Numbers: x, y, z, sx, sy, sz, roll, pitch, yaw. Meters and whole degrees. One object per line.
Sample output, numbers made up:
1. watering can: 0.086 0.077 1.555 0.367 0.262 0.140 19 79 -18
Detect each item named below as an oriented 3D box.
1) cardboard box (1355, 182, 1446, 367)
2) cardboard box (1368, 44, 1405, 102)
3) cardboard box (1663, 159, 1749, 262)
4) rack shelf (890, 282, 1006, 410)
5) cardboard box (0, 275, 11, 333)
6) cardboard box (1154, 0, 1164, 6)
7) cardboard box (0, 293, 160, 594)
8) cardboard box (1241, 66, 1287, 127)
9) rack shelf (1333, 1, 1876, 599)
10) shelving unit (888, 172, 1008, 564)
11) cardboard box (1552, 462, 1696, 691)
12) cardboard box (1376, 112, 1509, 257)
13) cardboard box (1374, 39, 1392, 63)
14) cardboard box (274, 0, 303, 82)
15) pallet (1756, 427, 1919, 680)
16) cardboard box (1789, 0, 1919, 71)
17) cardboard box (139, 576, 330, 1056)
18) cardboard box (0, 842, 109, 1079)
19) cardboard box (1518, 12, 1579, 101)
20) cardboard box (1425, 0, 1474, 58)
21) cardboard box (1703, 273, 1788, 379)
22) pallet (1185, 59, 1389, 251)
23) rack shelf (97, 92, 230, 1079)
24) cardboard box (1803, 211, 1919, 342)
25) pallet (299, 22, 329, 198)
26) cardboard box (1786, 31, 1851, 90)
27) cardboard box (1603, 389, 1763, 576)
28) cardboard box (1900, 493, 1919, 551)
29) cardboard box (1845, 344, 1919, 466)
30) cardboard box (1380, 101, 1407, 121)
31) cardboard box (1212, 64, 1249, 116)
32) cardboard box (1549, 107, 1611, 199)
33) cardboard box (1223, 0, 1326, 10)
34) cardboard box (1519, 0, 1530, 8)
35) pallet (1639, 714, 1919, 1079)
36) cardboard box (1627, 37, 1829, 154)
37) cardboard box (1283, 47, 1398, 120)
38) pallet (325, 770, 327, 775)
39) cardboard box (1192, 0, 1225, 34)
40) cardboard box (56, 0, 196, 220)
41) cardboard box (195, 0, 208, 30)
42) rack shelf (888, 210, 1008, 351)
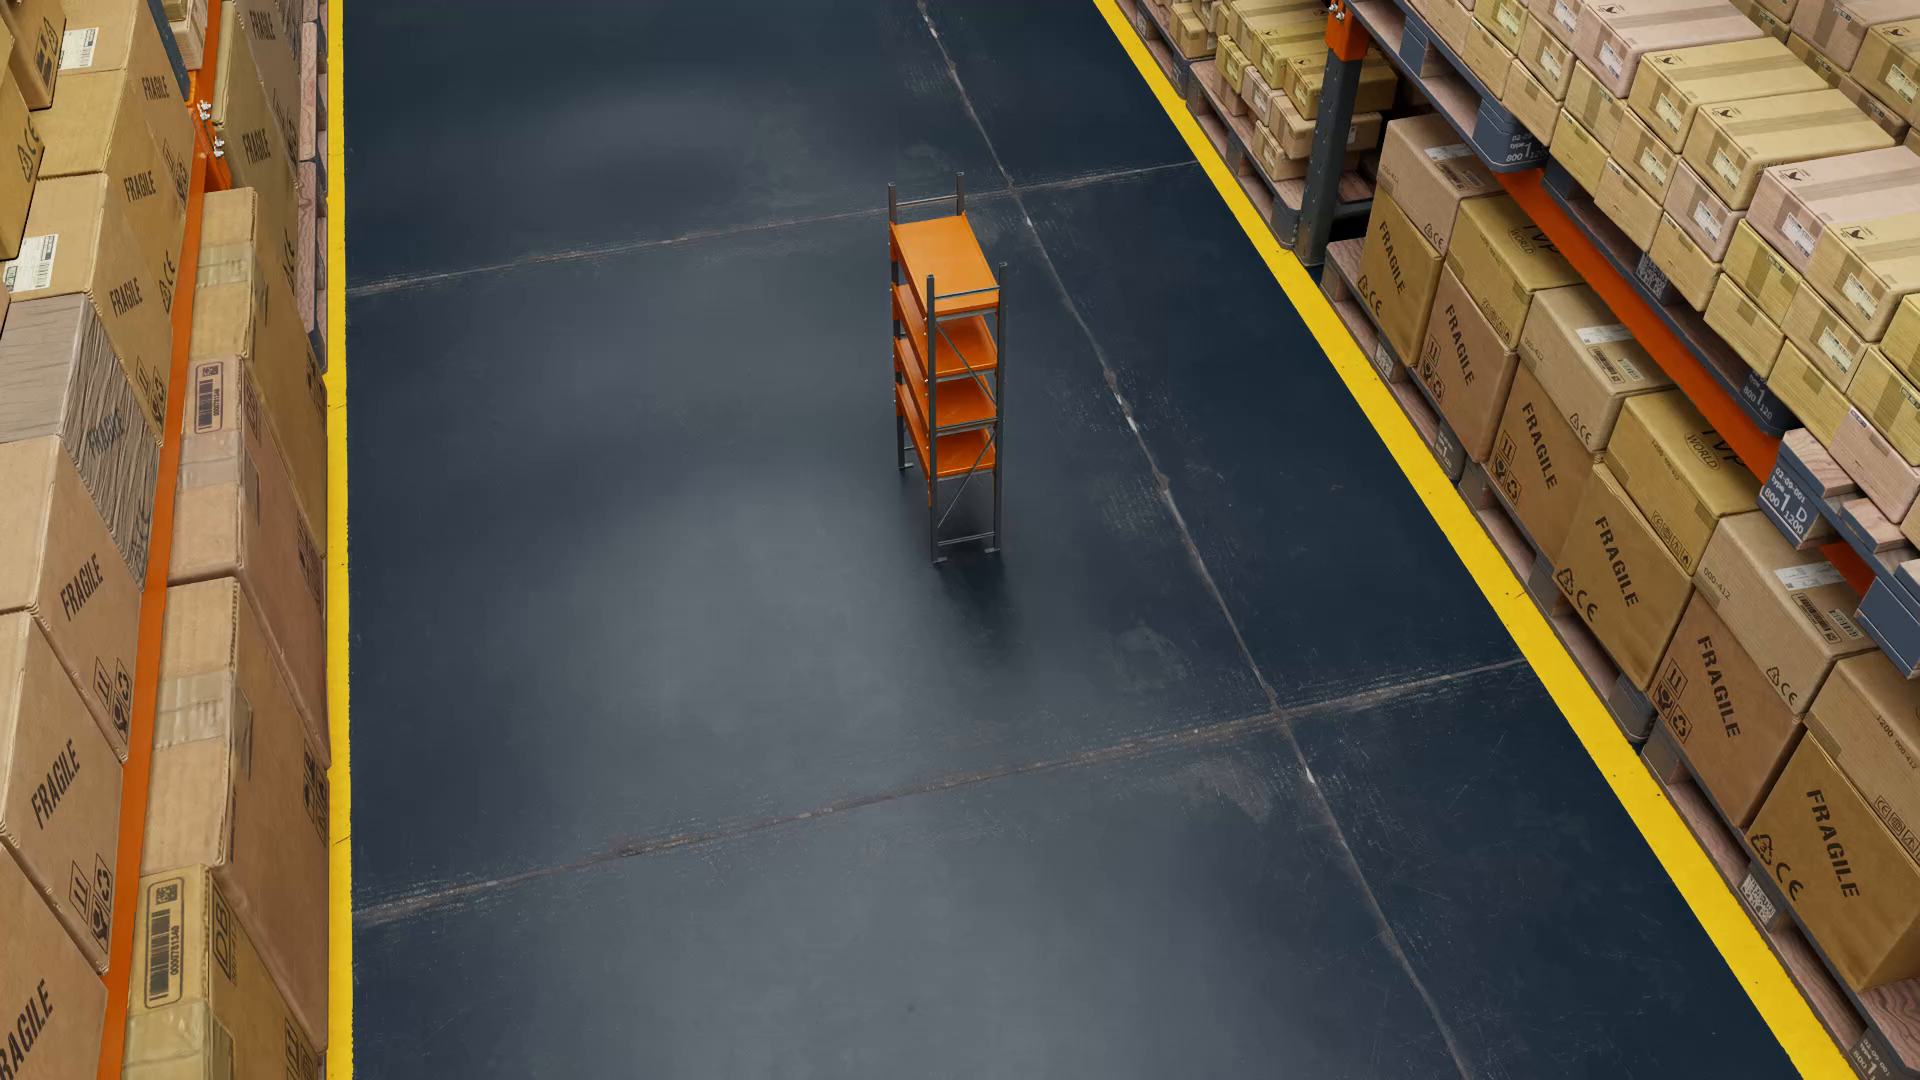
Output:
1. cardboard box: 1.817 -1.012 6.098 0.500 0.500 0.500 -9 46 -9
2. cardboard box: 1.949 -2.019 7.122 0.380 0.149 0.250 -10 46 -10
3. cardboard box: 2.010 -0.848 4.155 0.380 0.149 0.250 -10 46 -9
4. rack shelf: -0.042 -0.644 5.322 0.258 0.148 0.480 -11 47 -10
5. cardboard box: -2.426 -0.506 3.374 0.797 0.503 0.637 -9 46 -9
6. cardboard box: 1.094 -2.724 8.021 0.380 0.149 0.250 -11 47 -10
7. cardboard box: -2.168 -0.175 3.751 0.500 0.500 0.500 -11 47 -10
8. cardboard box: 1.415 -1.896 7.002 0.380 0.149 0.250 -13 47 -12
9. rack shelf: 2.396 -0.666 4.806 1.077 0.370 4.000 -11 47 -10
10. shelving unit: -0.042 -0.534 5.433 0.258 1.200 0.503 -11 47 -10
11. cardboard box: 2.207 0.063 5.044 0.500 0.500 0.500 -13 47 -12
12. cardboard box: 1.818 -1.275 5.830 0.500 0.250 0.500 -13 47 -12
13. cardboard box: 1.983 -2.133 7.026 0.380 0.149 0.250 -9 46 -8
14. cardboard box: -3.486 -2.571 7.363 0.875 0.875 0.875 -11 47 -10
15. pallet: 2.623 0.057 3.728 1.213 0.211 1.003 -11 47 -10
16. cardboard box: 2.509 -1.425 4.511 0.380 0.149 0.250 -13 47 -12
17. cardboard box: -2.289 0.799 4.060 1.225 0.875 0.875 -11 47 -10
18. cardboard box: -1.773 0.880 2.718 0.500 0.500 0.500 -9 46 -9
19. cardboard box: 1.814 -1.384 4.680 0.380 0.149 0.250 -9 46 -9
20. cardboard box: 1.678 -1.638 5.137 0.380 0.149 0.250 -10 46 -10
21. cardboard box: 2.079 -0.560 4.081 0.380 0.149 0.250 -13 47 -12
22. pallet: 1.678 -1.780 7.347 1.003 0.211 1.213 -11 47 -10
23. rack shelf: -2.424 0.171 3.986 1.077 0.370 4.000 -11 47 -10
24. cardboard box: 2.139 -0.597 3.701 0.380 0.149 0.250 -9 46 -9
25. pallet: -3.371 -1.869 7.434 1.003 0.211 1.213 -11 47 -10
26. cardboard box: 2.518 -1.314 4.611 0.380 0.149 0.250 -11 47 -10
27. cardboard box: 2.225 -0.197 4.773 0.500 0.250 0.500 -10 46 -9
28. cardboard box: 2.276 -0.025 3.556 0.380 0.149 0.250 -11 47 -10
29. cardboard box: 2.202 -0.323 3.640 0.380 0.149 0.250 -10 46 -9
30. cardboard box: 2.034 -1.942 7.255 0.380 0.149 0.250 -9 46 -9
31. cardboard box: 1.339 -2.022 7.333 0.380 0.149 0.250 -12 47 -12
32. cardboard box: 1.880 -1.101 4.611 0.380 0.149 0.250 -11 47 -11
33. cardboard box: 1.376 -2.387 7.275 0.380 0.149 0.250 -9 46 -9
34. cardboard box: 1.743 -1.668 4.750 0.380 0.149 0.250 -11 47 -11
35. pallet: 2.710 0.899 4.721 1.003 0.211 1.213 -11 47 -10
36. cardboard box: 1.945 -1.132 4.225 0.380 0.149 0.250 -9 46 -9
37. cardboard box: 1.542 -1.854 6.753 0.380 0.149 0.250 -9 46 -9
38. pallet: -2.350 0.877 4.743 1.003 0.211 1.213 -11 47 -10
39. cardboard box: 1.276 -2.441 7.536 0.380 0.149 0.250 -10 46 -9
40. cardboard box: -2.552 -1.224 4.779 0.500 0.500 0.500 -11 47 -10
41. cardboard box: -2.758 -1.820 5.610 0.380 0.149 0.250 -12 47 -12
42. rack shelf: -0.042 -0.809 5.153 0.258 0.148 0.480 -11 47 -10
